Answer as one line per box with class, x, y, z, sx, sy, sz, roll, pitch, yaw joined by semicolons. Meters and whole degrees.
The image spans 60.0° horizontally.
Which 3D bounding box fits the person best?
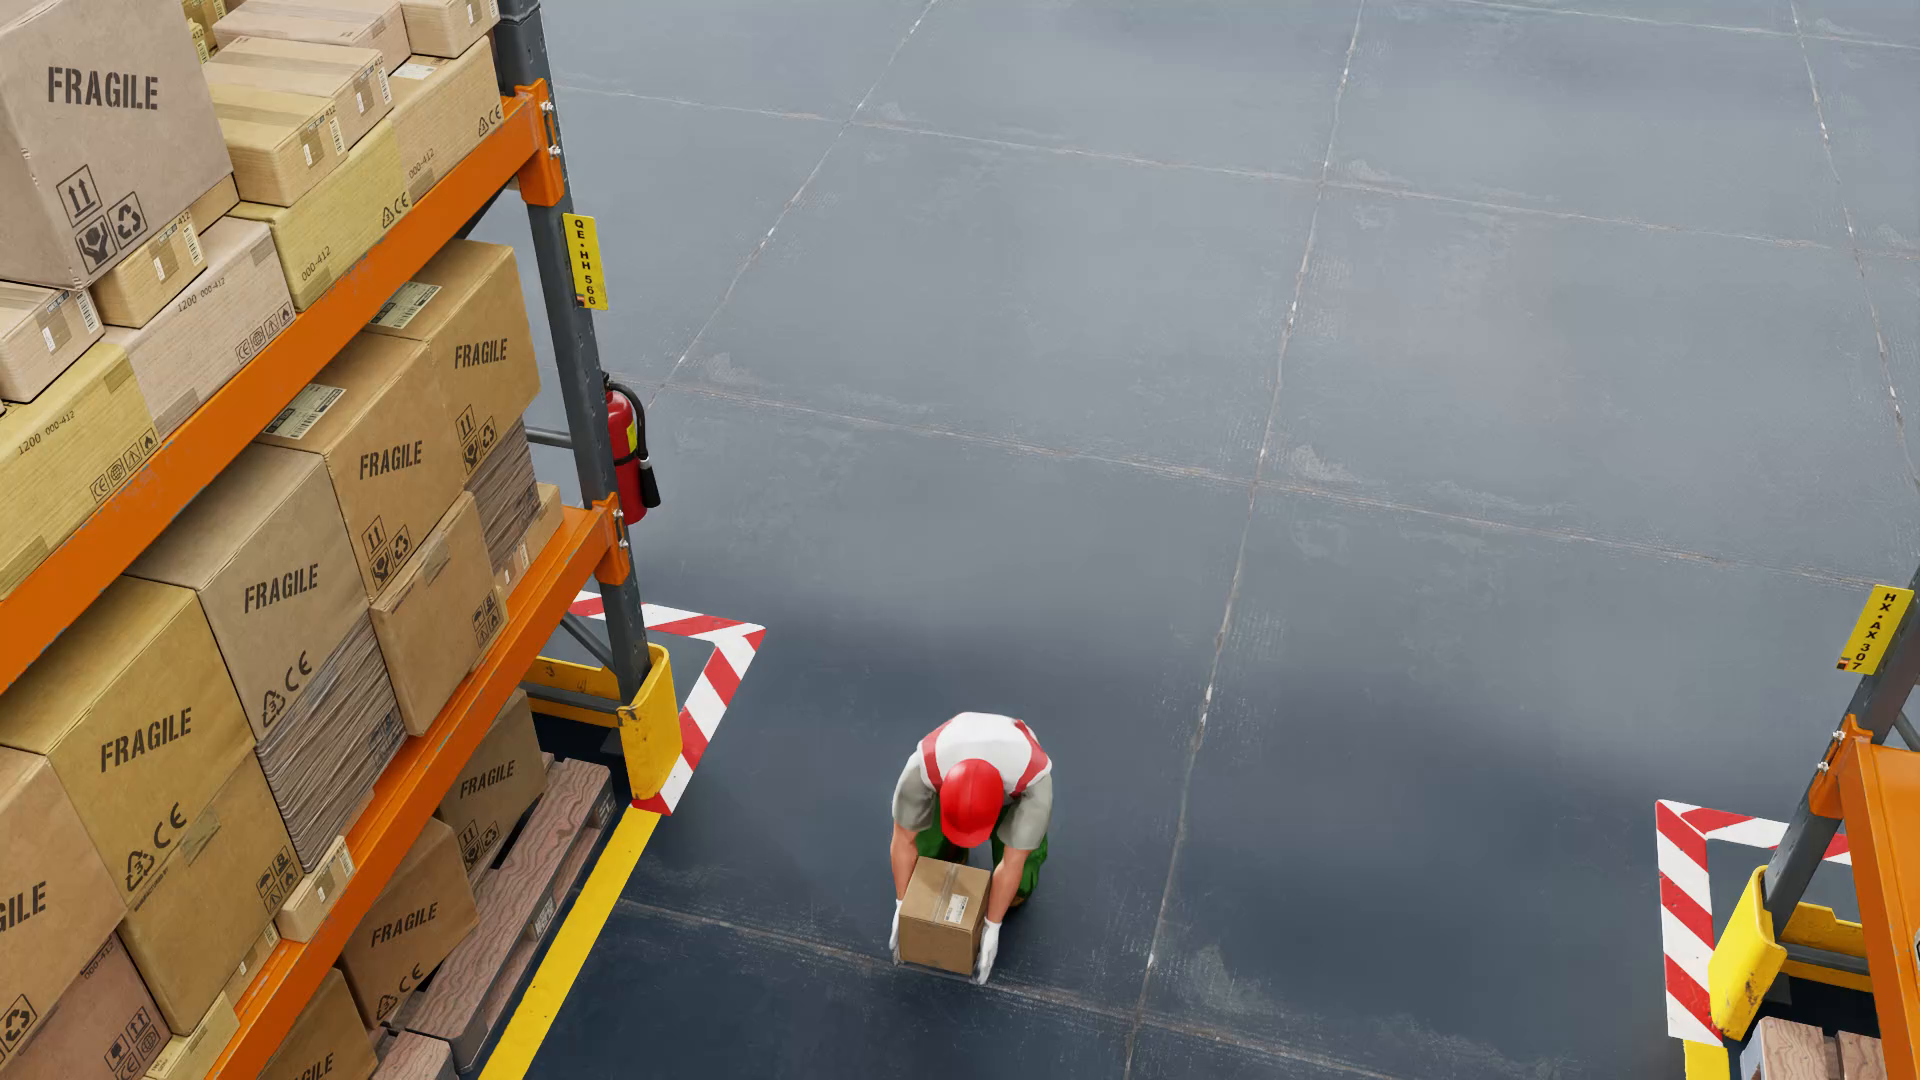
person;0.055;0.926;5.678;0.548;0.993;0.879;10;42;11
